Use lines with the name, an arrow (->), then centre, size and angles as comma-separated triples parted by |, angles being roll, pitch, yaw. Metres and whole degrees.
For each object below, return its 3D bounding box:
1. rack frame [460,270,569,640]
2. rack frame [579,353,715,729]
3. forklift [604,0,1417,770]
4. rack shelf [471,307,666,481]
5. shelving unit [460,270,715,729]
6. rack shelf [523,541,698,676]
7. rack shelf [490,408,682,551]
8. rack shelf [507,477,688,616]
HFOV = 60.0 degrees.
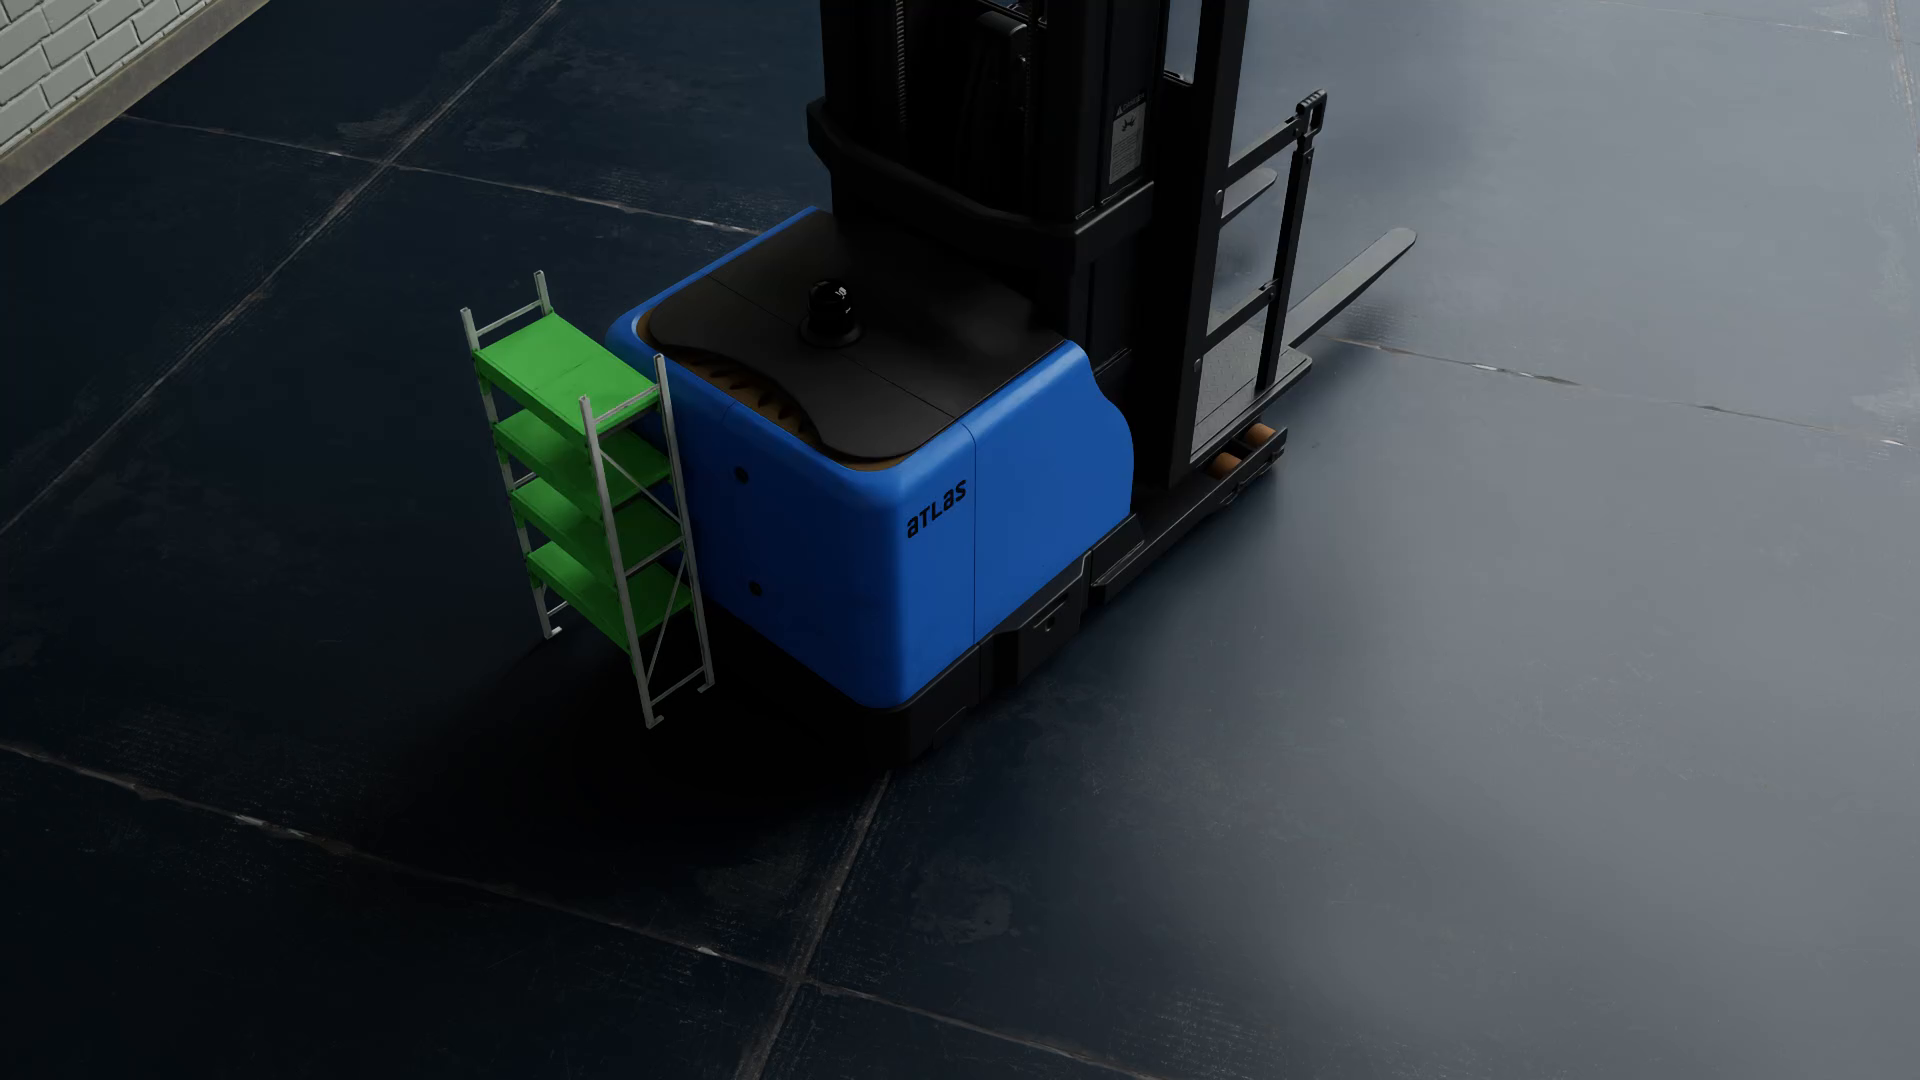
rack frame -> -1.148, -0.195, 4.592 | 0.015, 1.200, 0.240 | 34, 54, 30
rack frame -> -0.800, 0.043, 4.348 | 0.015, 1.200, 0.240 | 34, 54, 30
forklift -> 0.418, -1.375, 4.560 | 1.130, 2.935, 3.031 | 32, 53, 28
rack shelf -> -0.974, -0.373, 4.179 | 0.480, 0.148, 0.258 | 34, 54, 30
shelving unit -> -0.974, -0.076, 4.470 | 0.503, 1.200, 0.258 | 34, 54, 30
rack shelf -> -0.974, 0.141, 4.682 | 0.480, 0.148, 0.258 | 34, 54, 30
rack shelf -> -0.974, -0.202, 4.347 | 0.480, 0.148, 0.258 | 34, 54, 30
rack shelf -> -0.974, -0.030, 4.515 | 0.480, 0.148, 0.258 | 34, 54, 30
